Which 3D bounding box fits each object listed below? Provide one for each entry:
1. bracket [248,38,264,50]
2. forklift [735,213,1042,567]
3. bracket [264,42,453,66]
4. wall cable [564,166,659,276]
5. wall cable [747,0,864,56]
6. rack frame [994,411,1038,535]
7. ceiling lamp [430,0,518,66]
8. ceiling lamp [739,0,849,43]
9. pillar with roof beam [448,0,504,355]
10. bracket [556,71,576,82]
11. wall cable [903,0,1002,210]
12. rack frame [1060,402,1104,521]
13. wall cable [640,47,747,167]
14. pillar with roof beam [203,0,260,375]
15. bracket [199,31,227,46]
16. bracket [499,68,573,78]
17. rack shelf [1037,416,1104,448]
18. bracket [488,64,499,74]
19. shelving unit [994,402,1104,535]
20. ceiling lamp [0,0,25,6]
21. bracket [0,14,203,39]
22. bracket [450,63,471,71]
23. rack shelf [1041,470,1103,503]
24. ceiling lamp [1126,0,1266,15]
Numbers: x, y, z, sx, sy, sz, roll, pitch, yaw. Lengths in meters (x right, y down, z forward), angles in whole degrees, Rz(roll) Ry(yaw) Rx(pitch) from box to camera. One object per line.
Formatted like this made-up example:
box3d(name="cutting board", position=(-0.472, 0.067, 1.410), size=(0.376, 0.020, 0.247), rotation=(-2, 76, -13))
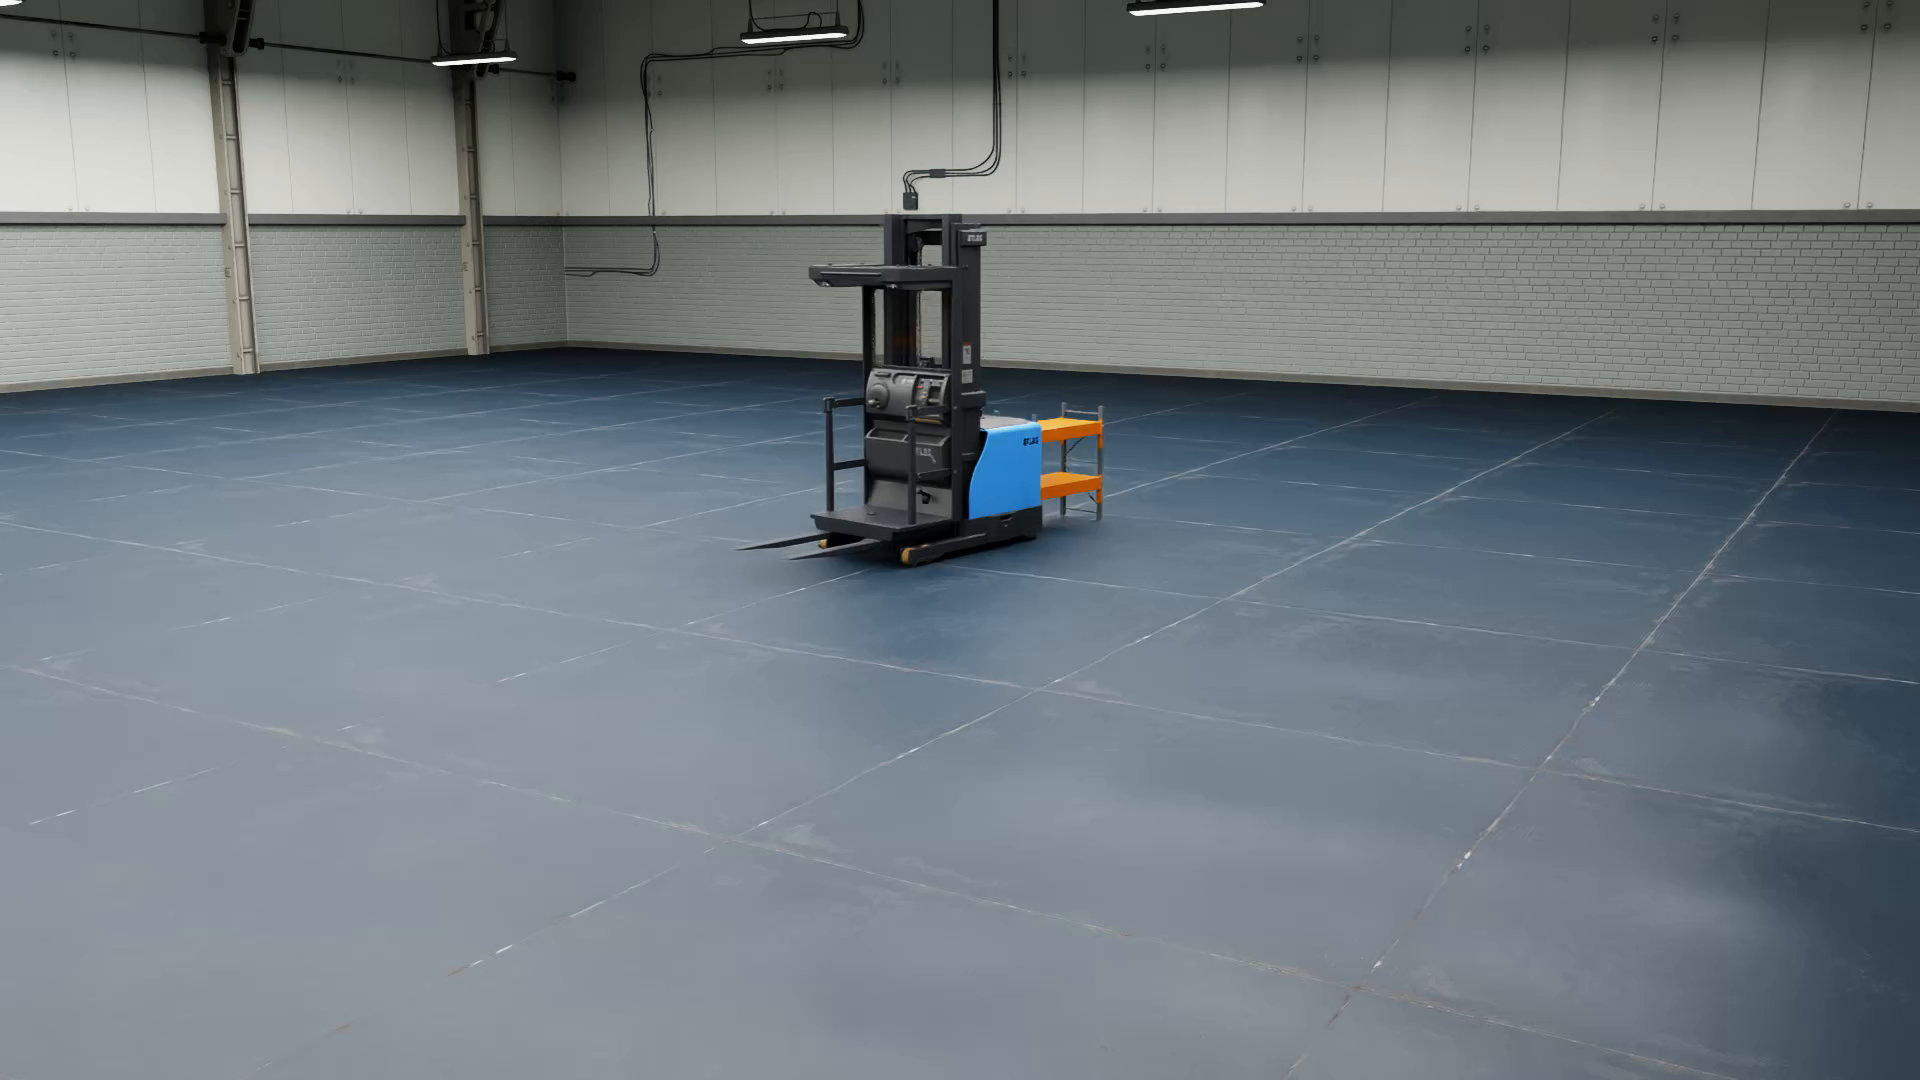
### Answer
box3d(name="bracket", position=(-13.548, -9.506, 31.791), size=(0.235, 0.232, 0.430), rotation=(6, 12, 31))
box3d(name="forklift", position=(-0.598, -1.318, 14.323), size=(1.130, 2.935, 3.031), rotation=(9, 14, 41))
box3d(name="bracket", position=(-12.202, -9.914, 33.970), size=(0.076, 0.066, 4.783), rotation=(6, 12, 31))
box3d(name="wall cable", position=(-8.292, -7.460, 39.081), size=(3.097, 2.526, 0.112), rotation=(6, 12, 31))
box3d(name="wall cable", position=(-3.335, -11.624, 35.238), size=(3.097, 2.526, 0.112), rotation=(6, 12, 31))
box3d(name="rack frame", position=(0.518, -0.631, 15.563), size=(0.500, 1.125, 0.032), rotation=(9, 14, 41))
box3d(name="ceiling lamp", position=(-8.899, -10.457, 30.788), size=(2.000, 3.185, 0.800), rotation=(6, 12, 31))
box3d(name="ceiling lamp", position=(-2.583, -9.751, 27.017), size=(2.000, 3.185, 0.800), rotation=(6, 12, 31))
box3d(name="pillar with roof beam", position=(-7.273, -8.238, 34.799), size=(9.100, 9.000, 0.548), rotation=(6, 12, 31))
box3d(name="bracket", position=(-9.203, -10.823, 38.823), size=(0.235, 0.232, 0.430), rotation=(6, 12, 31))
box3d(name="wall cable", position=(-0.187, -9.748, 33.625), size=(2.305, 6.003, 0.169), rotation=(6, 12, 31))
box3d(name="rack frame", position=(1.195, -0.770, 16.308), size=(0.500, 1.125, 0.032), rotation=(9, 14, 41))
box3d(name="wall cable", position=(-5.980, -9.684, 37.236), size=(3.097, 2.526, 0.112), rotation=(6, 12, 31))
box3d(name="pillar with roof beam", position=(-10.388, -7.294, 29.758), size=(9.100, 9.000, 0.548), rotation=(6, 12, 31))
box3d(name="bracket", position=(-13.979, -9.376, 31.094), size=(0.235, 0.232, 0.430), rotation=(6, 12, 31))
box3d(name="bracket", position=(-9.509, -10.730, 38.326), size=(0.076, 0.066, 3.189), rotation=(6, 12, 31))
box3d(name="rack shelf", position=(0.856, -0.988, 15.882), size=(0.538, 0.278, 1.000), rotation=(9, 14, 41))
box3d(name="bracket", position=(-10.433, -10.450, 36.832), size=(0.235, 0.232, 0.430), rotation=(6, 12, 31))
box3d(name="shelving unit", position=(0.856, -0.701, 15.936), size=(0.538, 1.125, 1.048), rotation=(9, 14, 41))
box3d(name="ceiling lamp", position=(-13.629, -9.024, 23.135), size=(2.000, 3.185, 0.800), rotation=(6, 12, 31))
box3d(name="bracket", position=(-15.317, -8.970, 28.930), size=(0.076, 0.066, 4.783), rotation=(6, 12, 31))
box3d(name="bracket", position=(-10.864, -10.319, 36.134), size=(0.235, 0.232, 0.430), rotation=(6, 12, 31))
box3d(name="rack shelf", position=(0.856, -0.460, 15.981), size=(0.538, 0.278, 1.000), rotation=(9, 14, 41))
box3d(name="ceiling lamp", position=(3.451, -9.076, 23.414), size=(2.000, 3.185, 0.800), rotation=(6, 12, 31))
